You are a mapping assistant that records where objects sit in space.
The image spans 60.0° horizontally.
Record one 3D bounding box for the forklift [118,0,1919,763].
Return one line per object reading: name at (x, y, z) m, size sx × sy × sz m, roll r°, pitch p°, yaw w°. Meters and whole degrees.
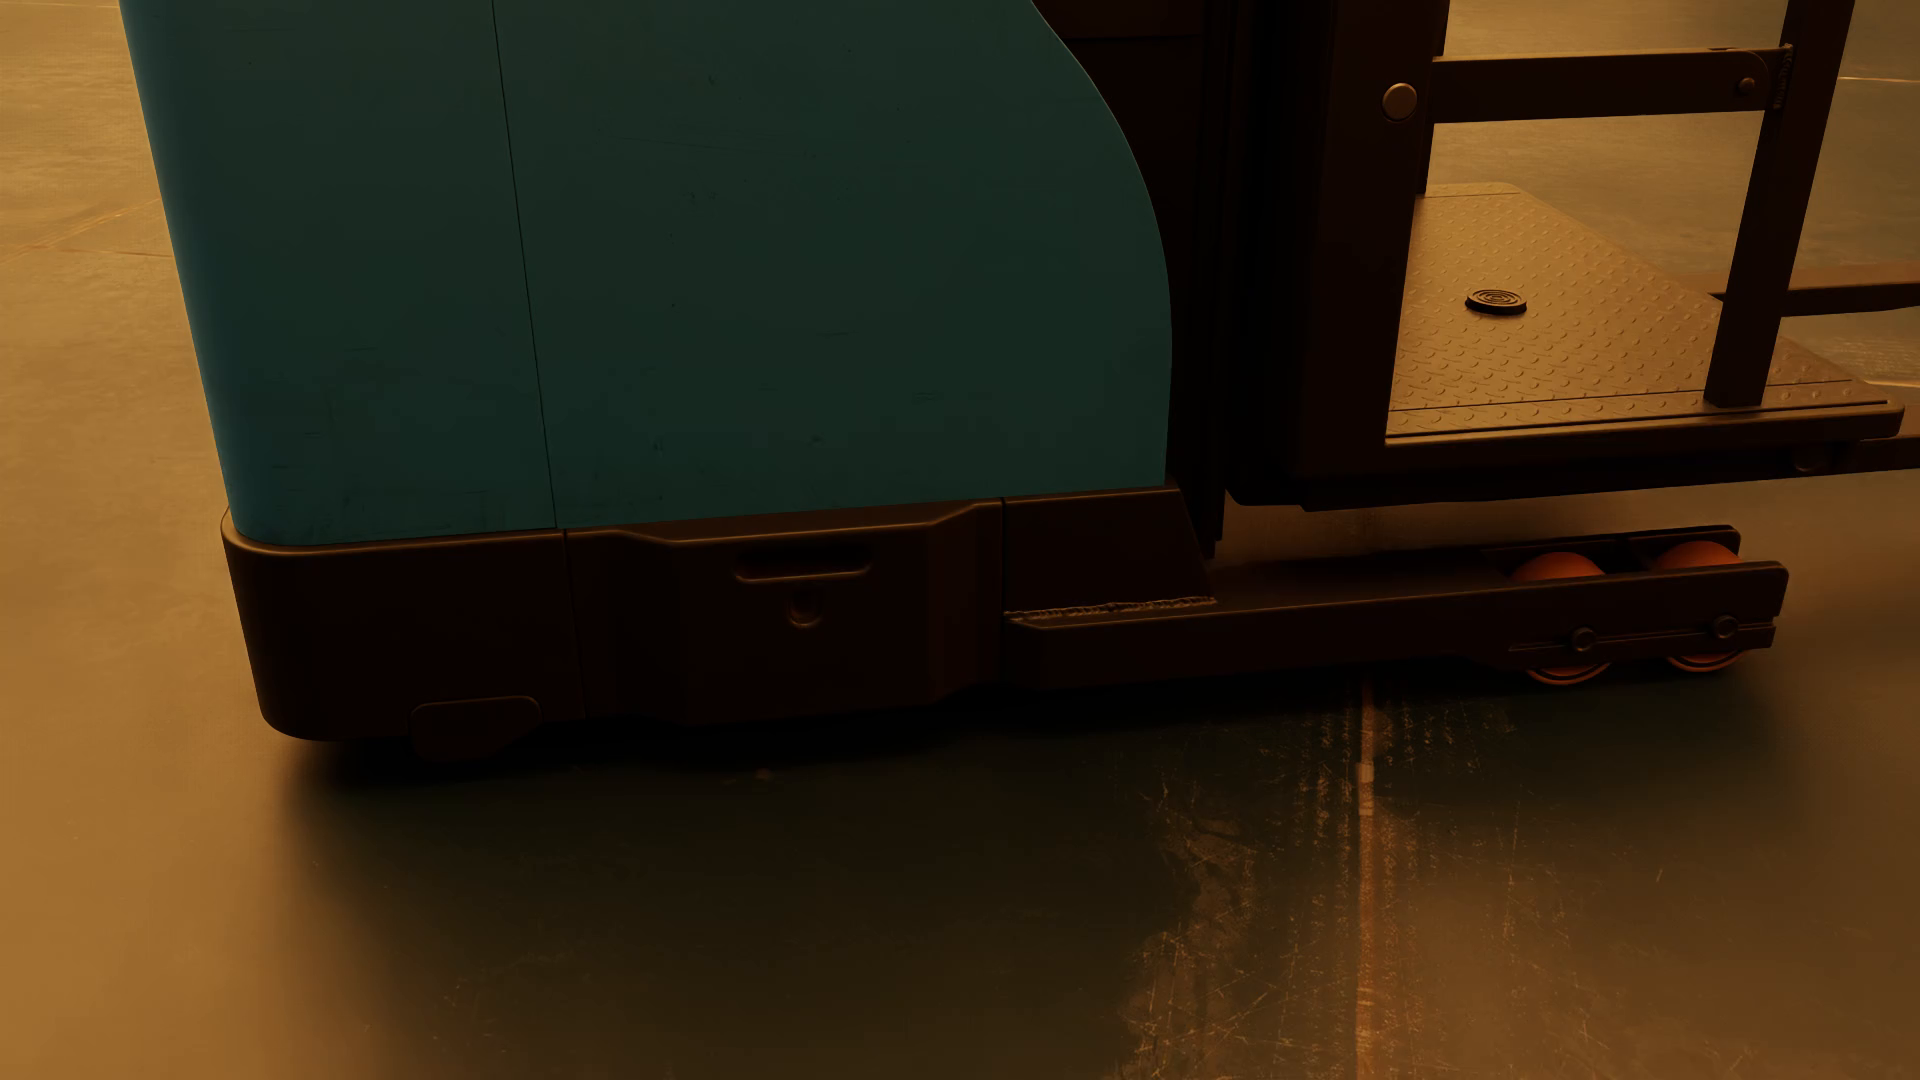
forklift at (0.600, -1.354, 1.930) m, size 3.031 × 2.935 × 1.130 m, roll -4°, pitch 27°, yaw -9°
